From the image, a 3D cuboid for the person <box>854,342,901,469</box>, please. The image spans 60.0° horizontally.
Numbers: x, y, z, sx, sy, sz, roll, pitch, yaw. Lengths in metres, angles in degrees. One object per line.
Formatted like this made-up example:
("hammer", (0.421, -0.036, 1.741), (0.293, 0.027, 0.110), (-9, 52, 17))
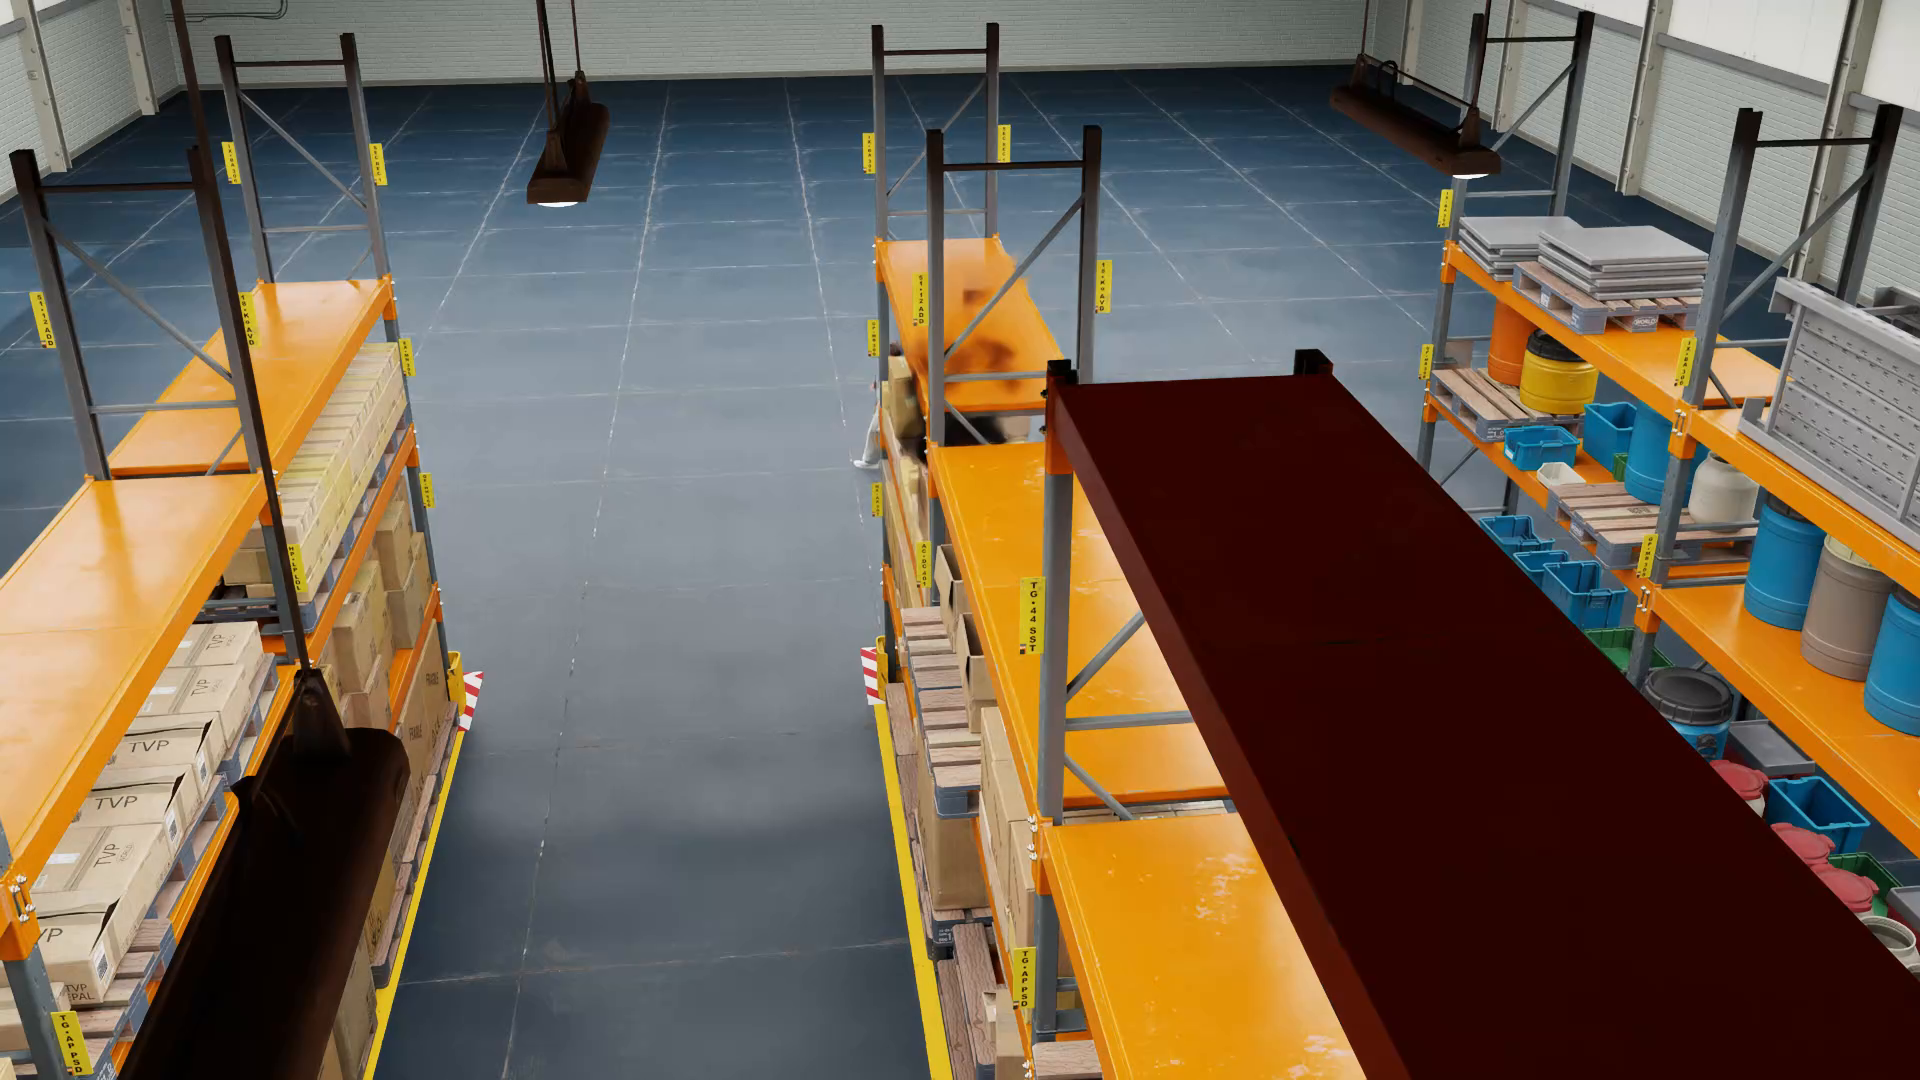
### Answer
("person", (-0.844, -1.578, 19.896), (0.970, 1.633, 0.584), (10, 27, 19))
